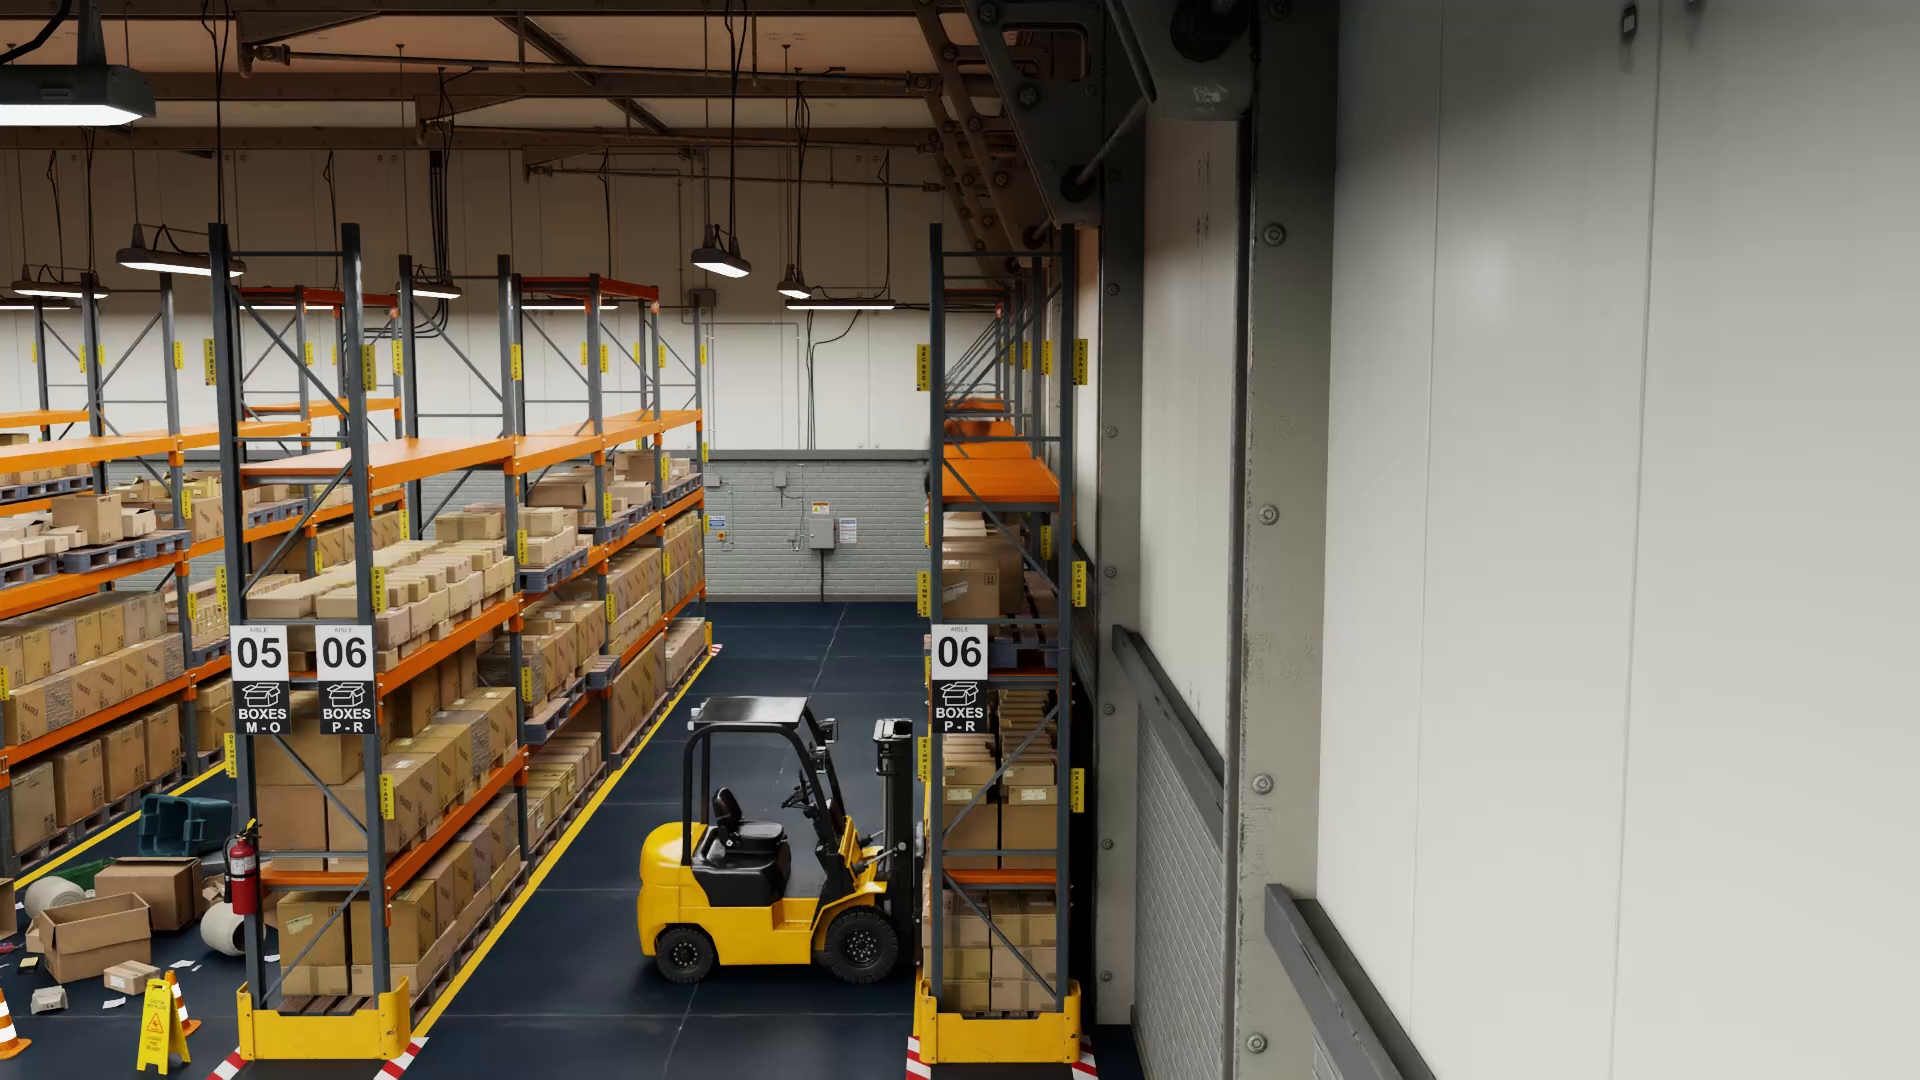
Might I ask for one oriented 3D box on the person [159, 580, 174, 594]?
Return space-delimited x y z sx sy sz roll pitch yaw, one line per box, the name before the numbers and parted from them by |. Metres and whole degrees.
person | -11.379 1.492 24.068 0.668 1.853 0.864 0 7 2
